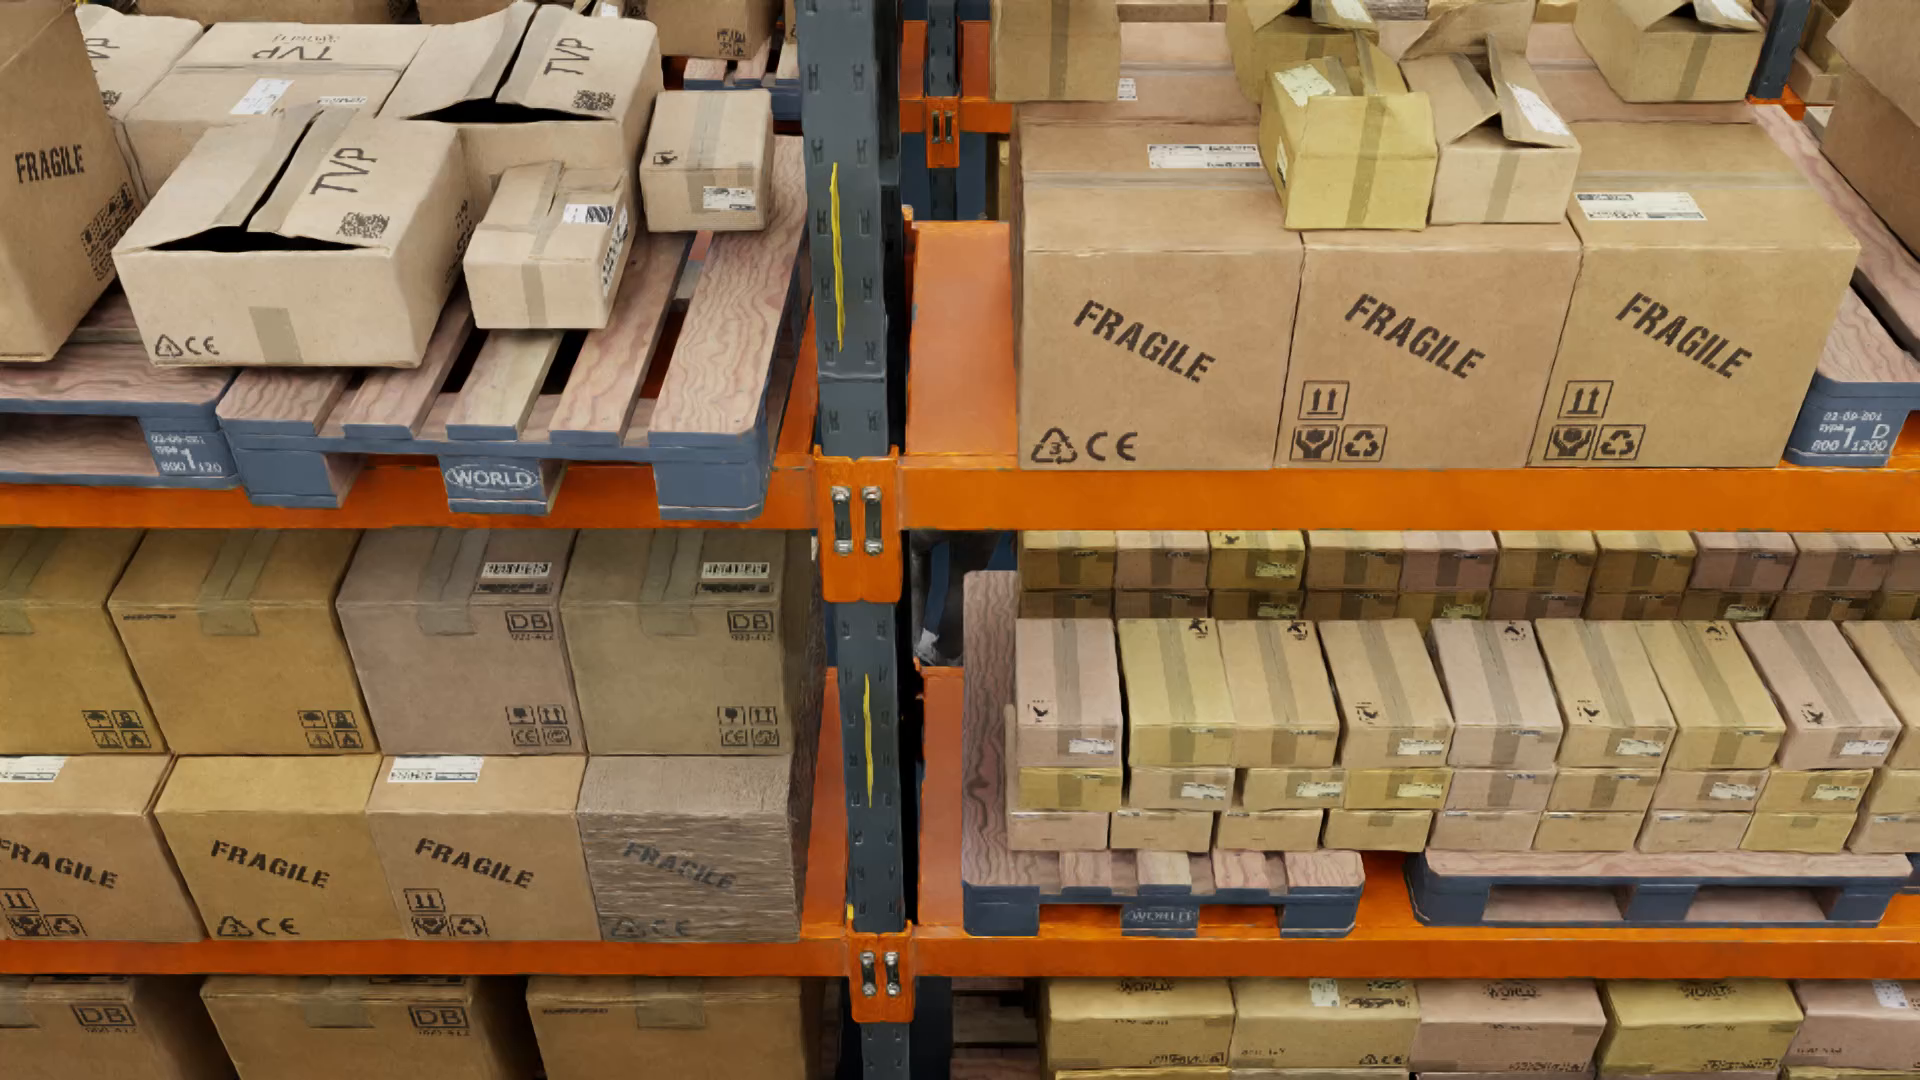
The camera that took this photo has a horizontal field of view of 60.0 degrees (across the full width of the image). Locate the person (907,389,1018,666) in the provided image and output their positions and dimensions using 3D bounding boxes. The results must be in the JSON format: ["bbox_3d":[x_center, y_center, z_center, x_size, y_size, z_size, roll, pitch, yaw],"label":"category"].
[{"bbox_3d":[-0.015,-0.155,6.337,0.700,1.753,0.434,0,39,0],"label":"person"}]
